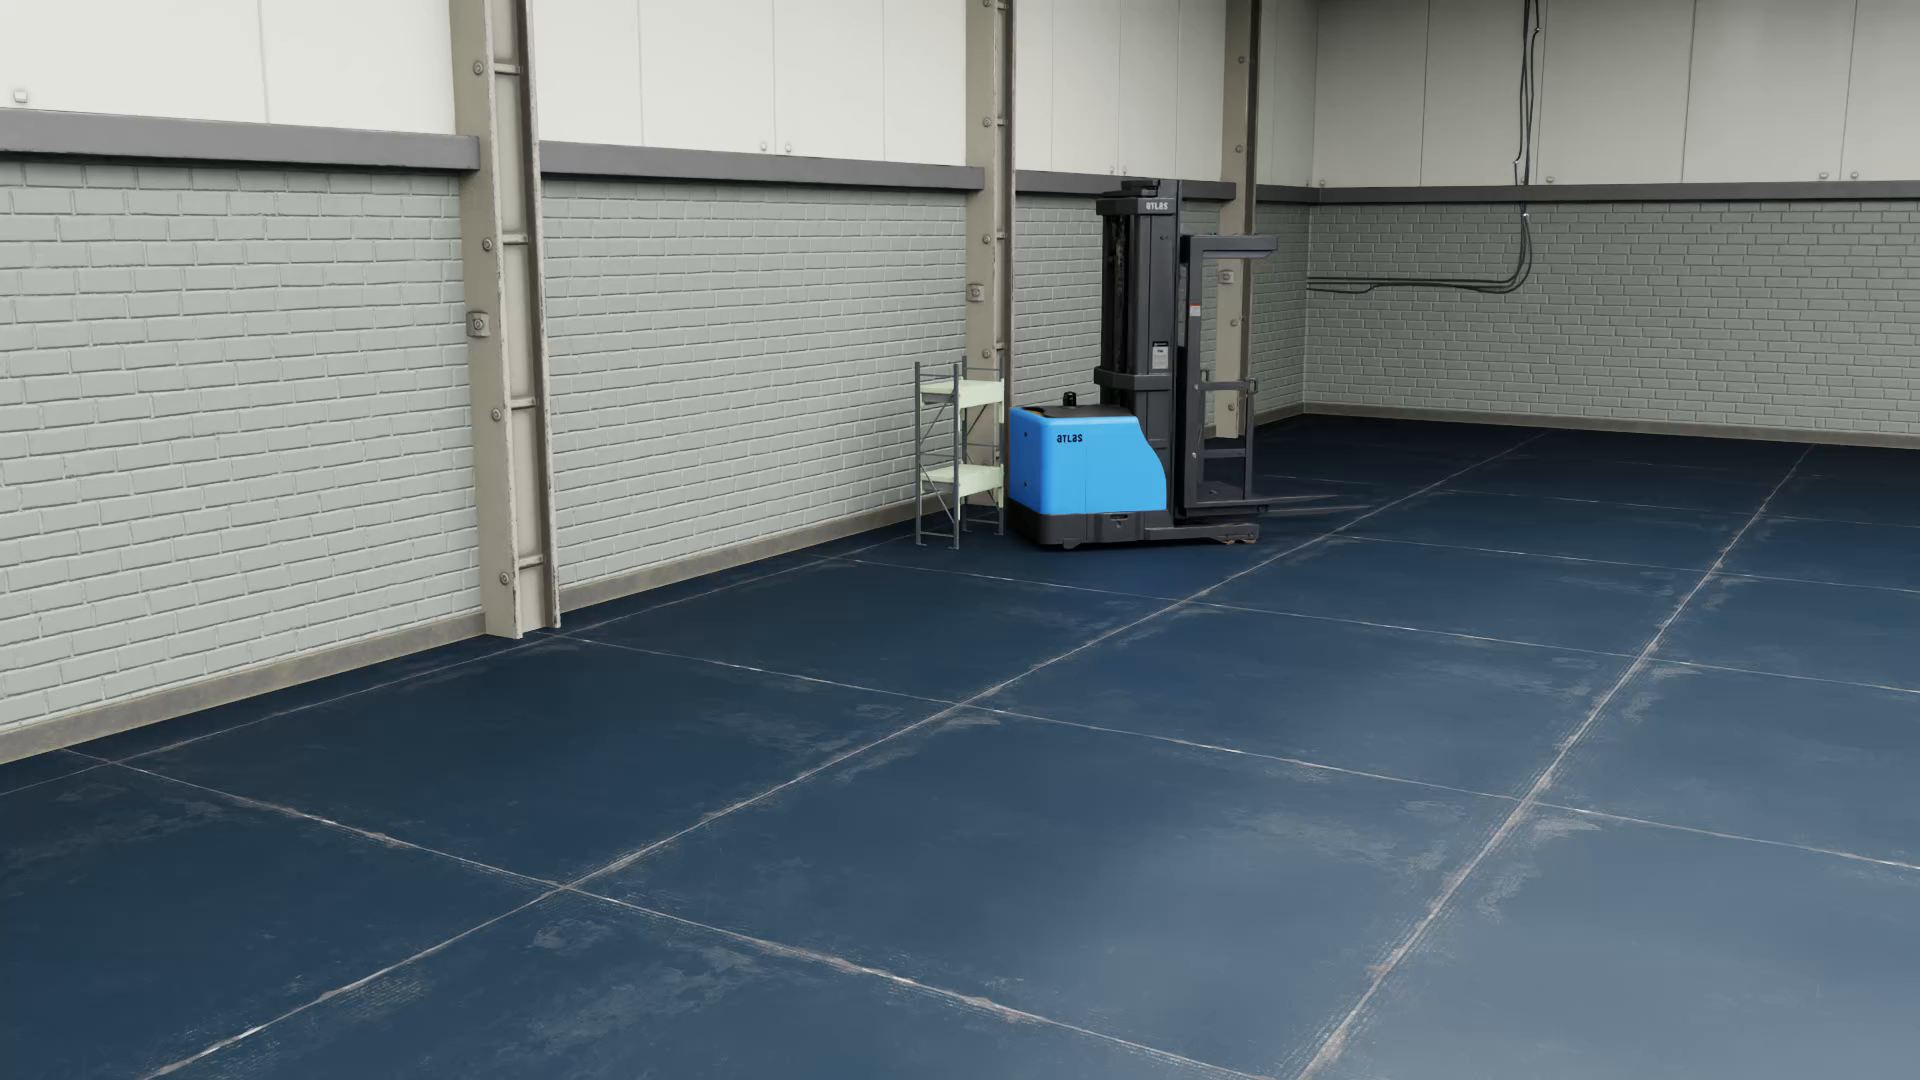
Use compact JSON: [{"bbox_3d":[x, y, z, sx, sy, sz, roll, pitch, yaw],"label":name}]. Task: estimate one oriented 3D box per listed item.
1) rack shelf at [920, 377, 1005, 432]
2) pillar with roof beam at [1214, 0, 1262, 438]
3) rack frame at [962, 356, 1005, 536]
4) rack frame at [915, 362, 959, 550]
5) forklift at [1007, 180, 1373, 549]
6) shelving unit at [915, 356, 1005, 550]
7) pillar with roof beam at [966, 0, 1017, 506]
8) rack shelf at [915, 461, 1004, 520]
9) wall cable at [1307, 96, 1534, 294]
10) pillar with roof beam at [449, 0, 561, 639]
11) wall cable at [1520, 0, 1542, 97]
[{"bbox_3d":[0.003,-1.122,13.664,0.431,0.370,0.720,6,12,31],"label":"rack shelf"},{"bbox_3d":[7.075,-5.319,17.823,9.100,9.000,0.400,6,12,31],"label":"pillar with roof beam"},{"bbox_3d":[0.193,-0.796,14.044,0.400,1.500,0.023,6,12,31],"label":"rack frame"},{"bbox_3d":[-0.187,-0.681,13.429,0.400,1.500,0.023,6,12,31],"label":"rack frame"},{"bbox_3d":[1.978,-1.494,13.881,3.031,2.935,1.130,-3,11,-15],"label":"forklift"},{"bbox_3d":[0.003,-0.738,13.736,0.431,1.500,0.755,6,12,31],"label":"shelving unit"},{"bbox_3d":[3.960,-4.375,12.783,9.100,9.000,0.400,6,12,31],"label":"pillar with roof beam"},{"bbox_3d":[0.003,-0.418,13.796,0.431,0.370,0.720,6,12,31],"label":"rack shelf"},{"bbox_3d":[6.055,-4.541,22.106,3.097,2.526,0.112,6,12,31],"label":"wall cable"},{"bbox_3d":[0.845,-3.431,7.743,9.100,9.000,0.400,6,12,31],"label":"pillar with roof beam"},{"bbox_3d":[8.367,-6.765,20.261,3.097,2.526,0.112,6,12,31],"label":"wall cable"}]
